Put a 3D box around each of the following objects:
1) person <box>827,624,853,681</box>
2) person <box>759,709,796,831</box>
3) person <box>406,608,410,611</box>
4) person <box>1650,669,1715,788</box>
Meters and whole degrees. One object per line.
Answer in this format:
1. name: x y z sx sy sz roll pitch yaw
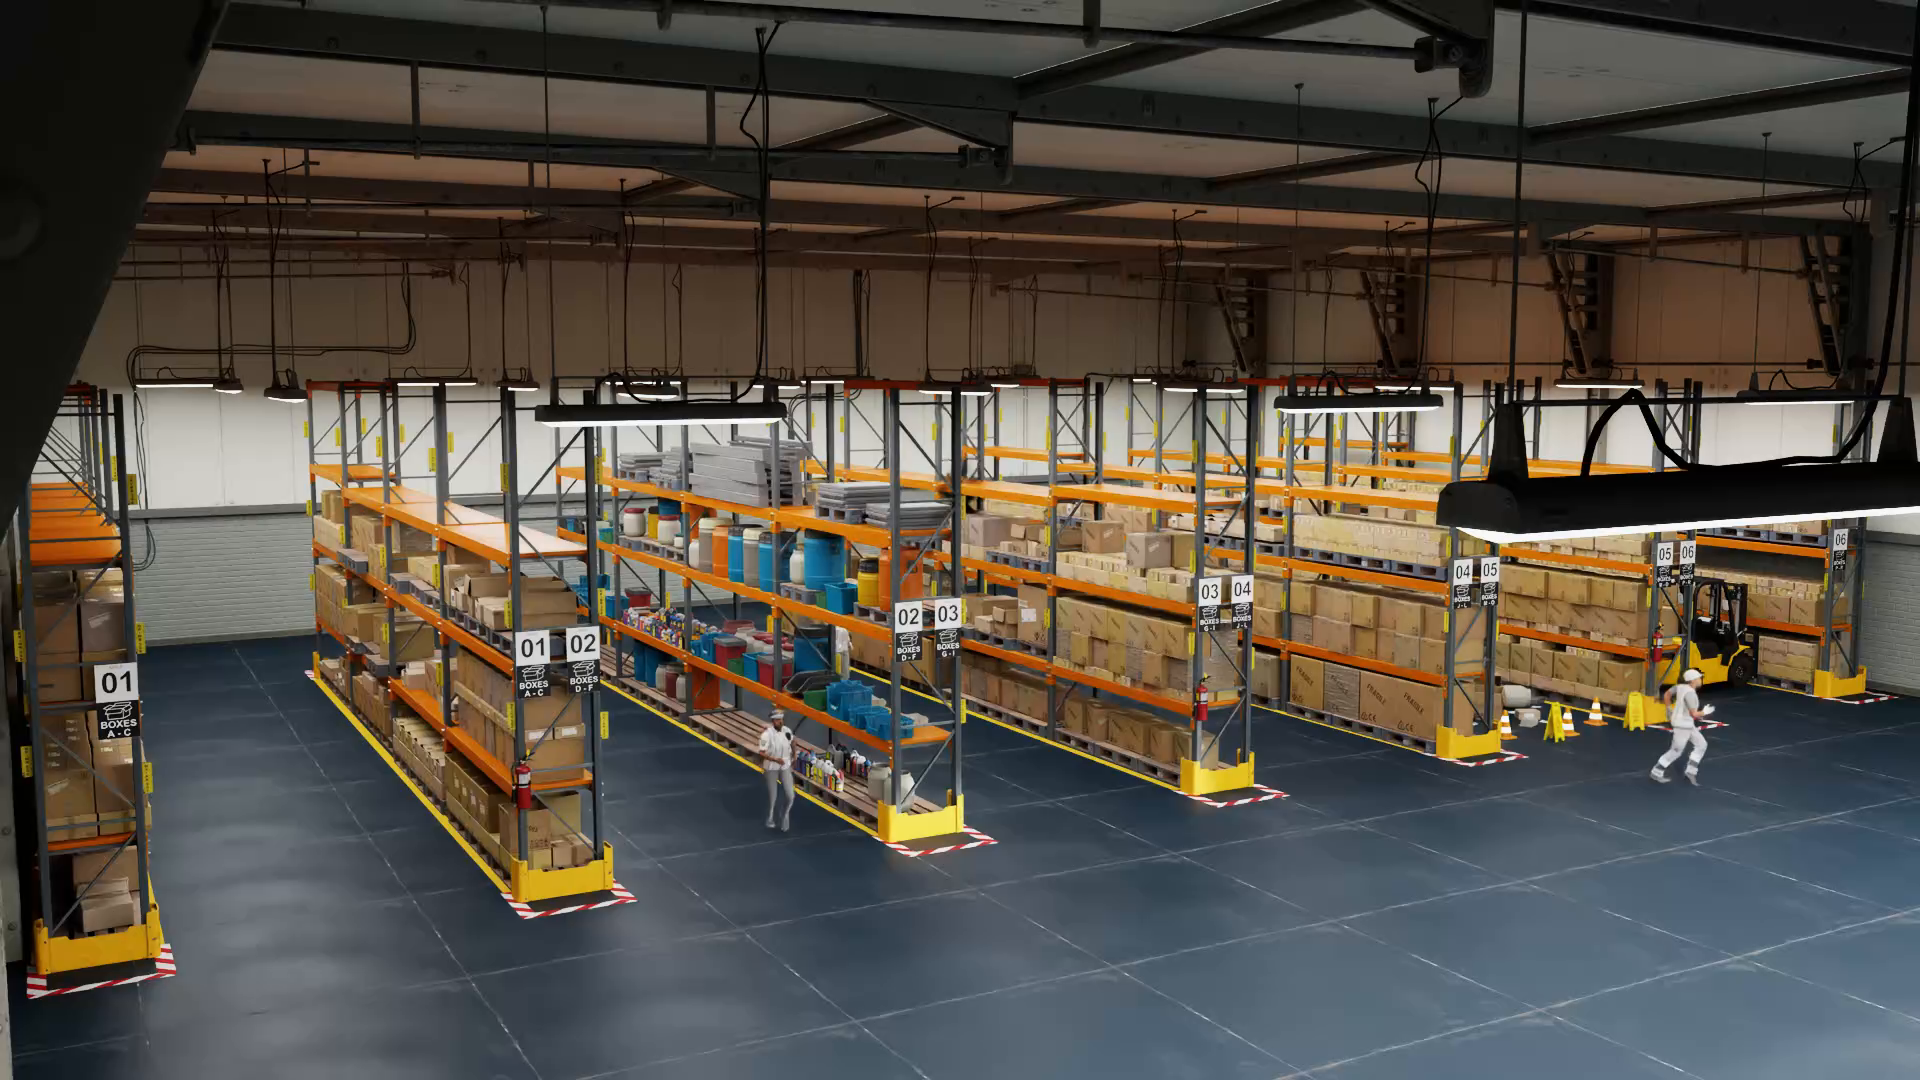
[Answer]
1. person: -2.182 2.016 30.070 0.632 1.670 0.861 -5 8 -40
2. person: -2.435 3.119 22.495 0.594 1.722 0.679 -3 7 -27
3. person: -11.693 1.728 35.167 0.952 1.749 0.699 1 6 7
4. person: 10.784 2.810 24.822 0.848 1.798 0.692 2 6 15
